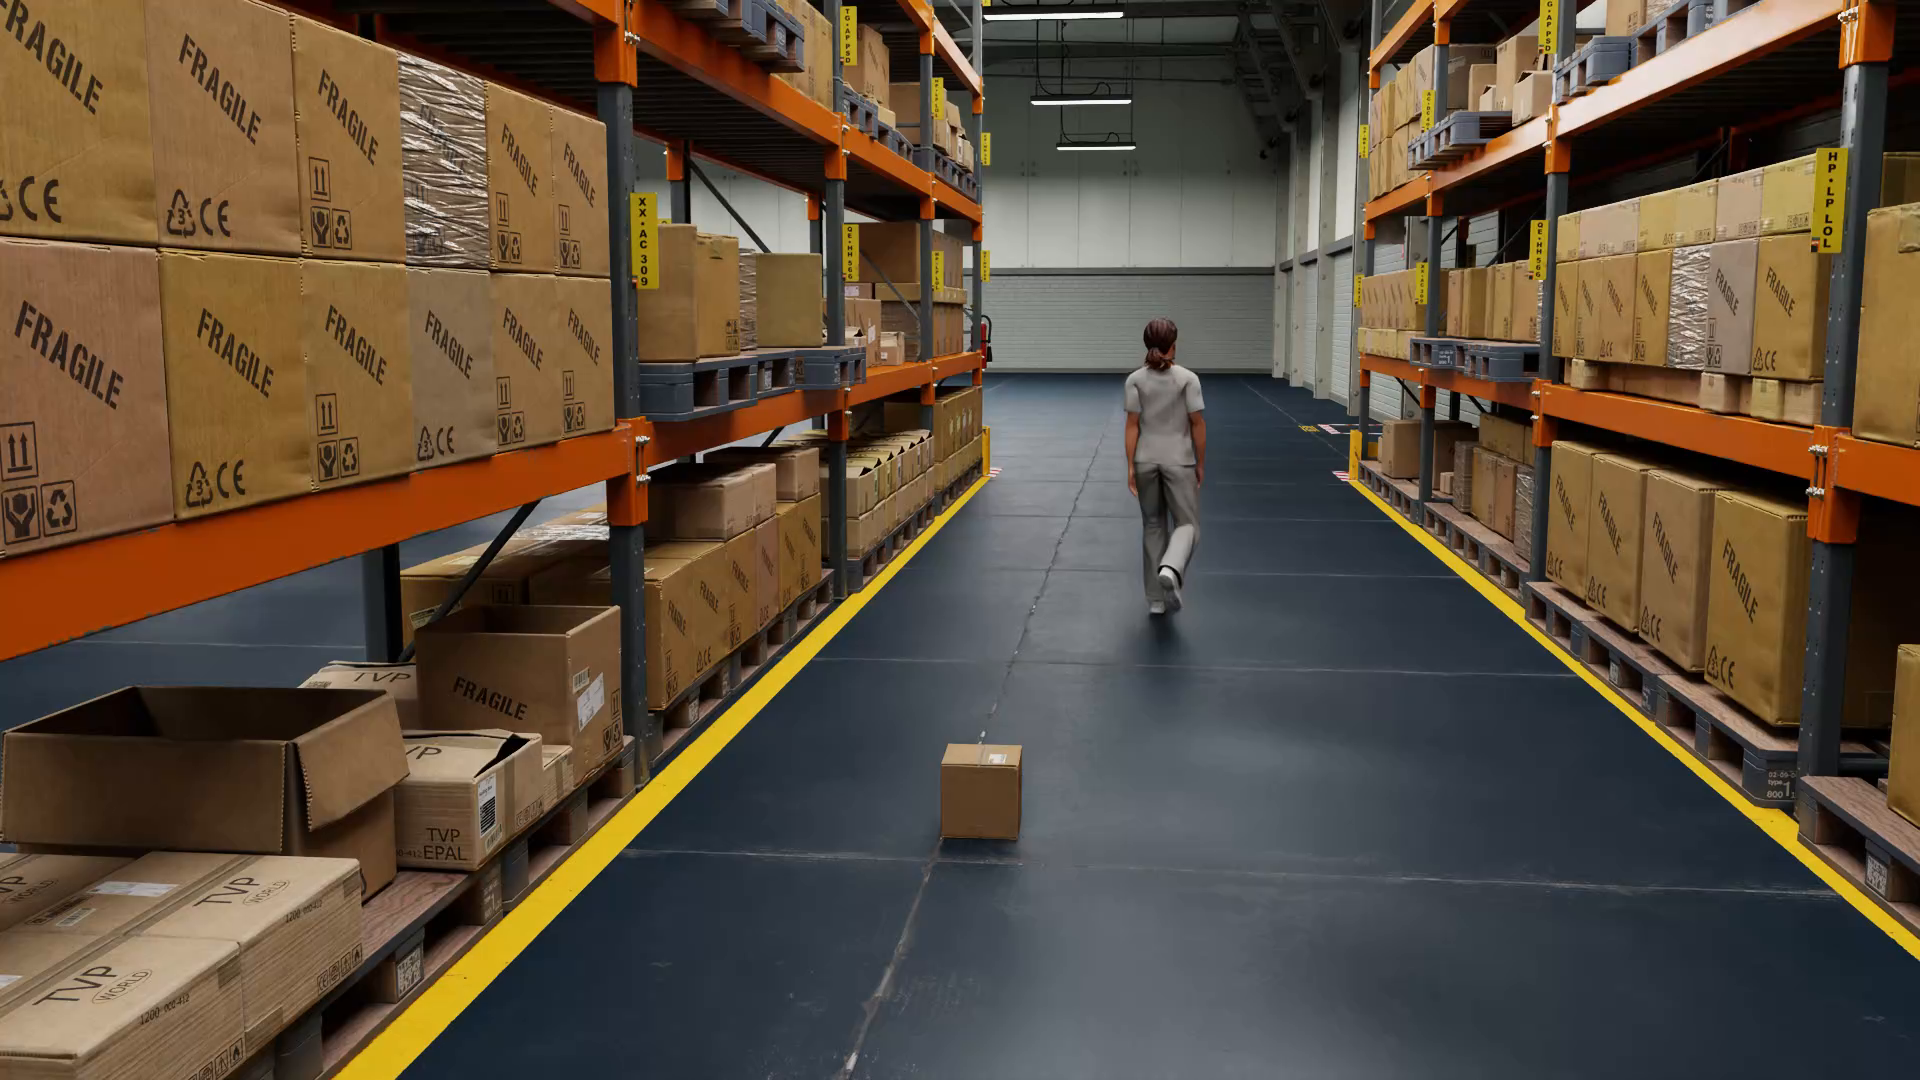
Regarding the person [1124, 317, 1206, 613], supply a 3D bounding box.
[{"bbox_3d":[1.120,-0.393,9.141,0.444,1.649,0.737,3,8,18],"label":"person"}]
